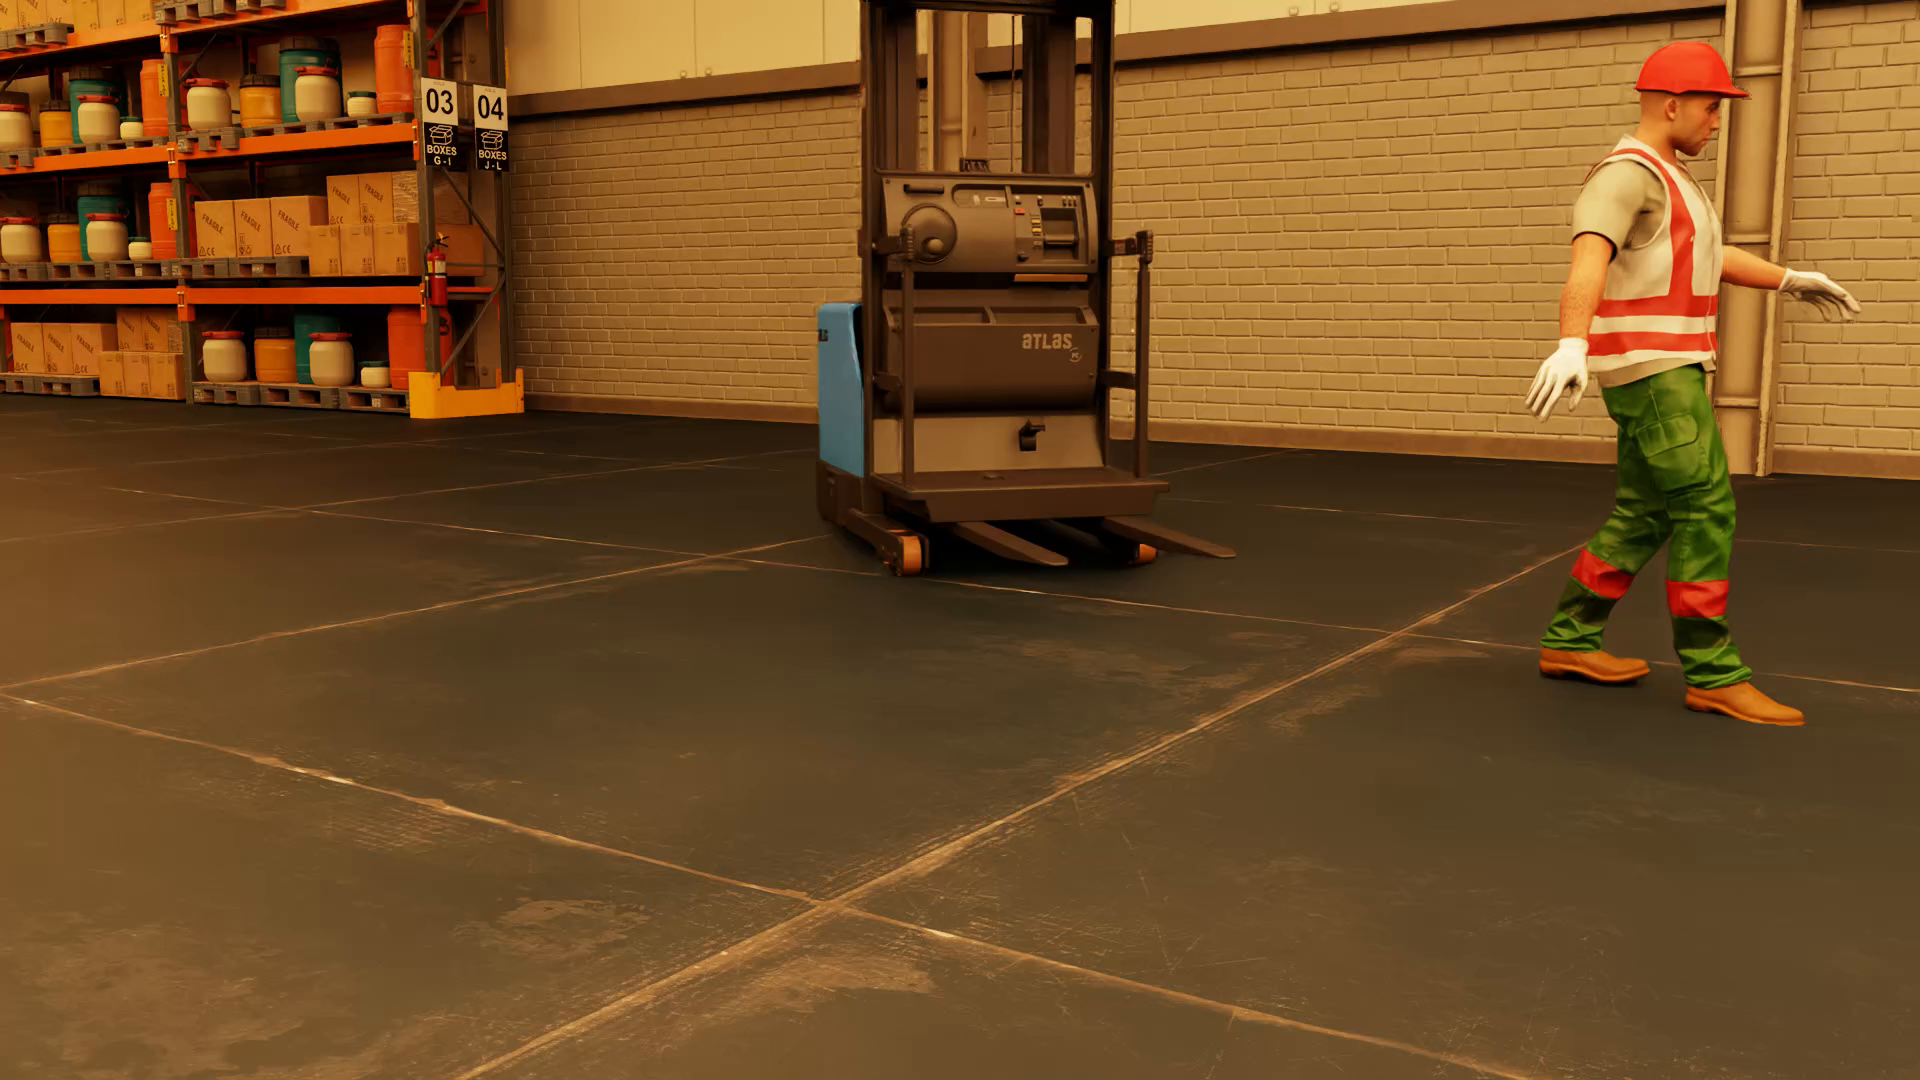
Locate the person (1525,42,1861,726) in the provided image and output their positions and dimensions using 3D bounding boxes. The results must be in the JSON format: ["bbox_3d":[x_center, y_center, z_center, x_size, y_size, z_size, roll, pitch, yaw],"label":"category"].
[{"bbox_3d":[1.927,-0.427,4.438,0.731,1.766,1.011,6,10,34],"label":"person"}]

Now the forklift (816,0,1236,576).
[{"bbox_3d":[0.194,-1.367,6.809,1.130,2.935,3.031,-2,8,-16],"label":"forklift"}]
